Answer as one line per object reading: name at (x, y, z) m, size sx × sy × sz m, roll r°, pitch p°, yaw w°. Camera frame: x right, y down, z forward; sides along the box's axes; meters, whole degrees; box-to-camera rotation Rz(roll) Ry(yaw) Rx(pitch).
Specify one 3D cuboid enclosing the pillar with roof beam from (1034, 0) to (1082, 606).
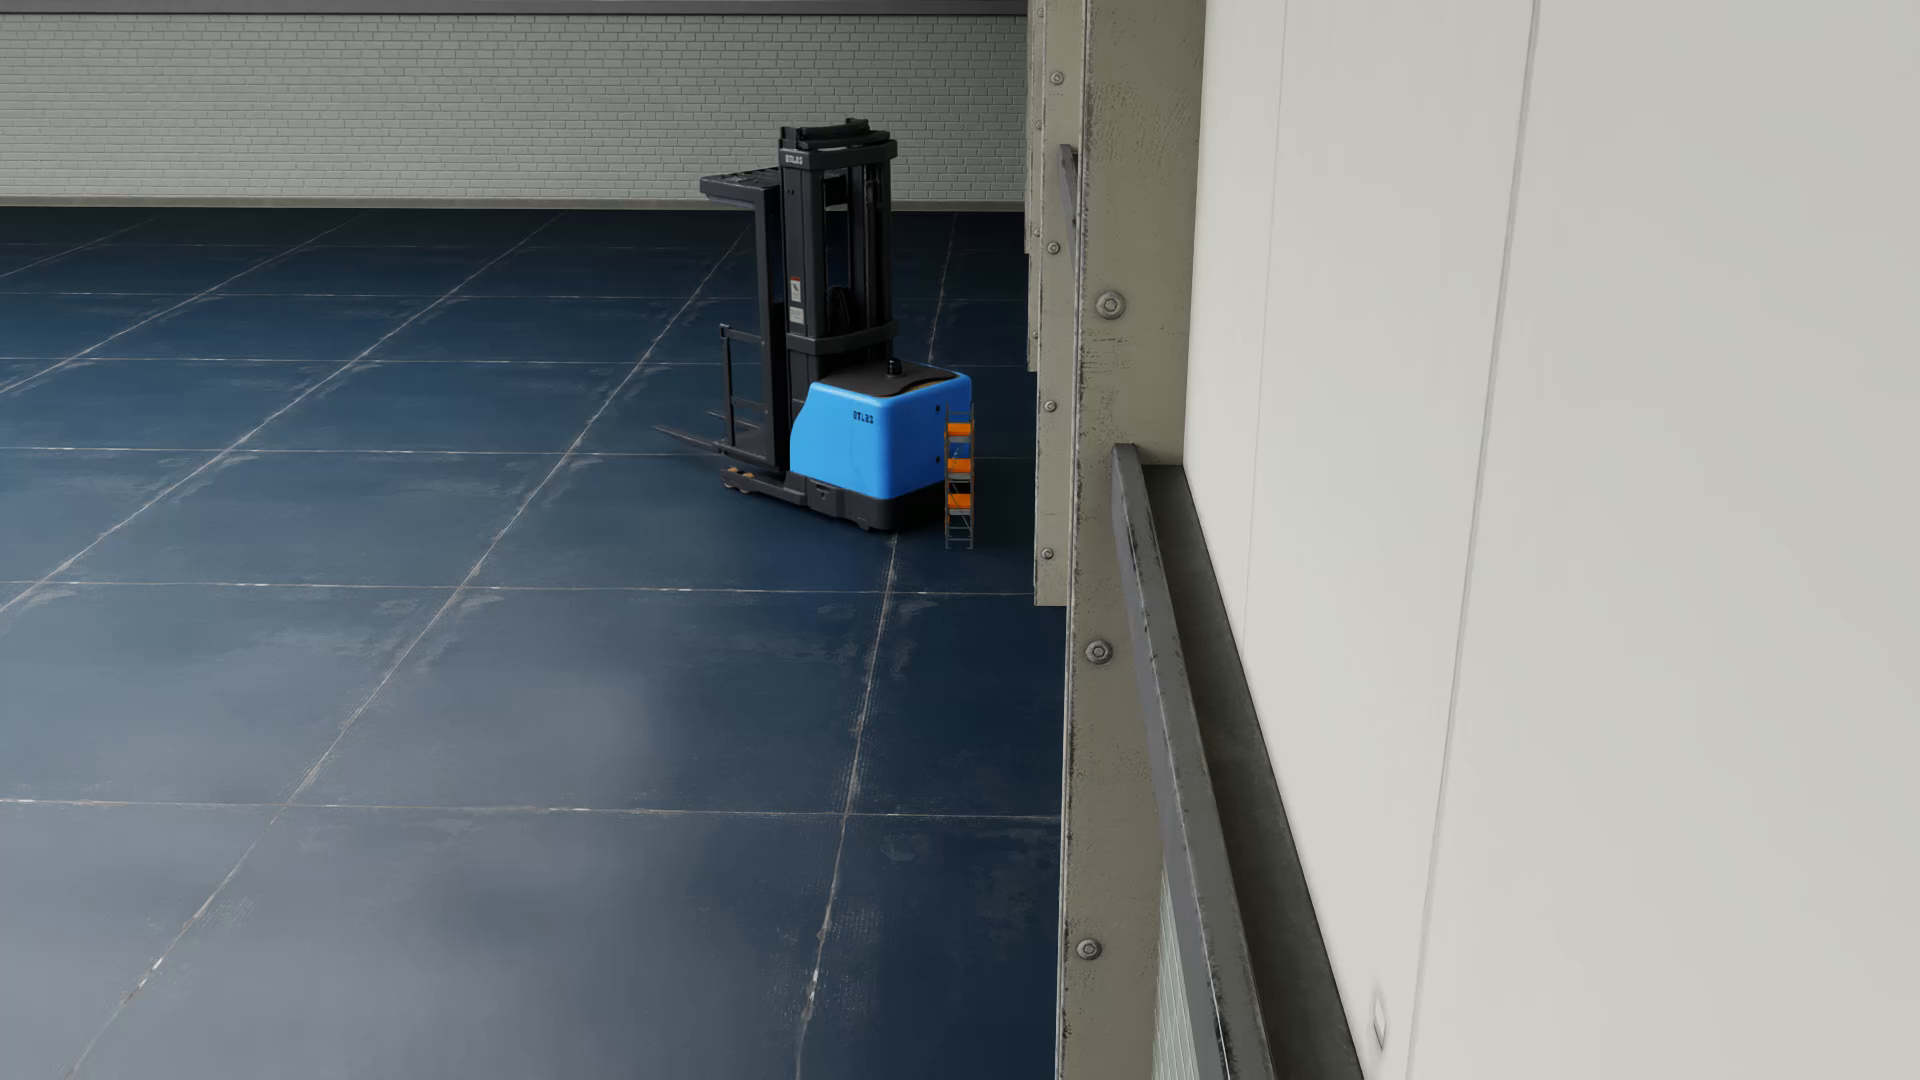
pillar with roof beam at (-3.633, -3.865, 10.050) m, size 9.100 × 9.000 × 0.400 m, roll 1°, pitch 21°, yaw 2°

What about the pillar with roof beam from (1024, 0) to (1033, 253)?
pillar with roof beam at (-3.268, -8.204, 21.232) m, size 9.100 × 9.000 × 0.400 m, roll 1°, pitch 21°, yaw 2°

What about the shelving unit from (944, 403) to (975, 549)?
shelving unit at (-0.002, -0.470, 12.289) m, size 0.215 × 1.050 × 0.252 m, roll 1°, pitch 21°, yaw 2°

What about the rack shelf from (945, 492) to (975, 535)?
rack shelf at (-0.002, -0.201, 12.394) m, size 0.215 × 0.259 × 0.240 m, roll 1°, pitch 21°, yaw 2°

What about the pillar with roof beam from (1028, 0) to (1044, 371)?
pillar with roof beam at (-3.450, -6.034, 15.641) m, size 9.100 × 9.000 × 0.400 m, roll 1°, pitch 21°, yaw 2°

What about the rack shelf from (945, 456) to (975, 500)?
rack shelf at (-0.002, -0.460, 12.293) m, size 0.215 × 0.259 × 0.240 m, roll 1°, pitch 21°, yaw 2°

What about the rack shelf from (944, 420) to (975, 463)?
rack shelf at (-0.002, -0.725, 12.190) m, size 0.215 × 0.259 × 0.240 m, roll 1°, pitch 21°, yaw 2°

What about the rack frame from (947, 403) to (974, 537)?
rack frame at (0.002, -0.514, 12.403) m, size 0.200 × 1.050 × 0.008 m, roll 1°, pitch 21°, yaw 2°

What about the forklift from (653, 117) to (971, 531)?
forklift at (-1.329, -1.867, 13.290) m, size 3.031 × 2.935 × 1.130 m, roll 18°, pitch 28°, yaw 39°

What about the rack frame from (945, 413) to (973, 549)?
rack frame at (-0.005, -0.426, 12.175) m, size 0.200 × 1.050 × 0.008 m, roll 1°, pitch 21°, yaw 2°
